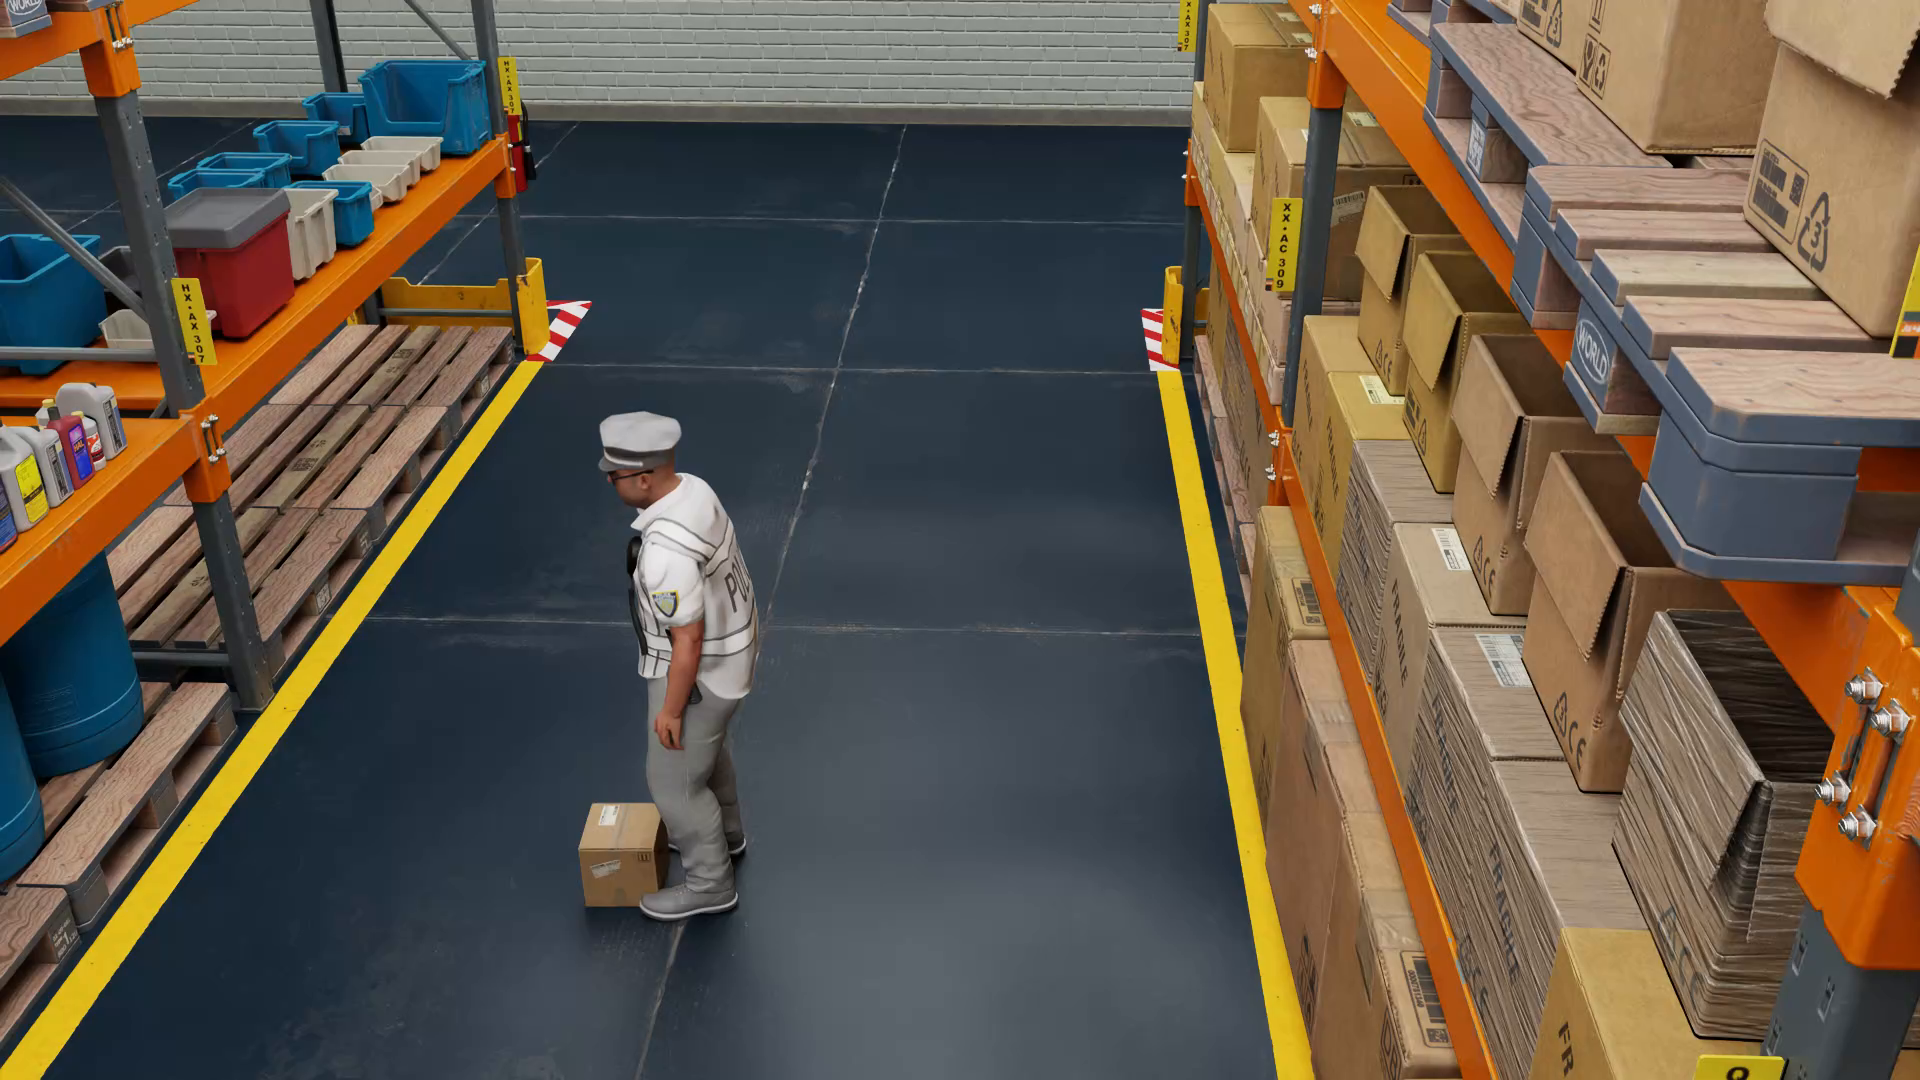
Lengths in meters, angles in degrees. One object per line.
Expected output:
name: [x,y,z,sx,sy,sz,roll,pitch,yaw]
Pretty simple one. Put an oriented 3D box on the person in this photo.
person: [-0.863,0.410,5.335,0.436,1.746,0.588,0,28,0]
